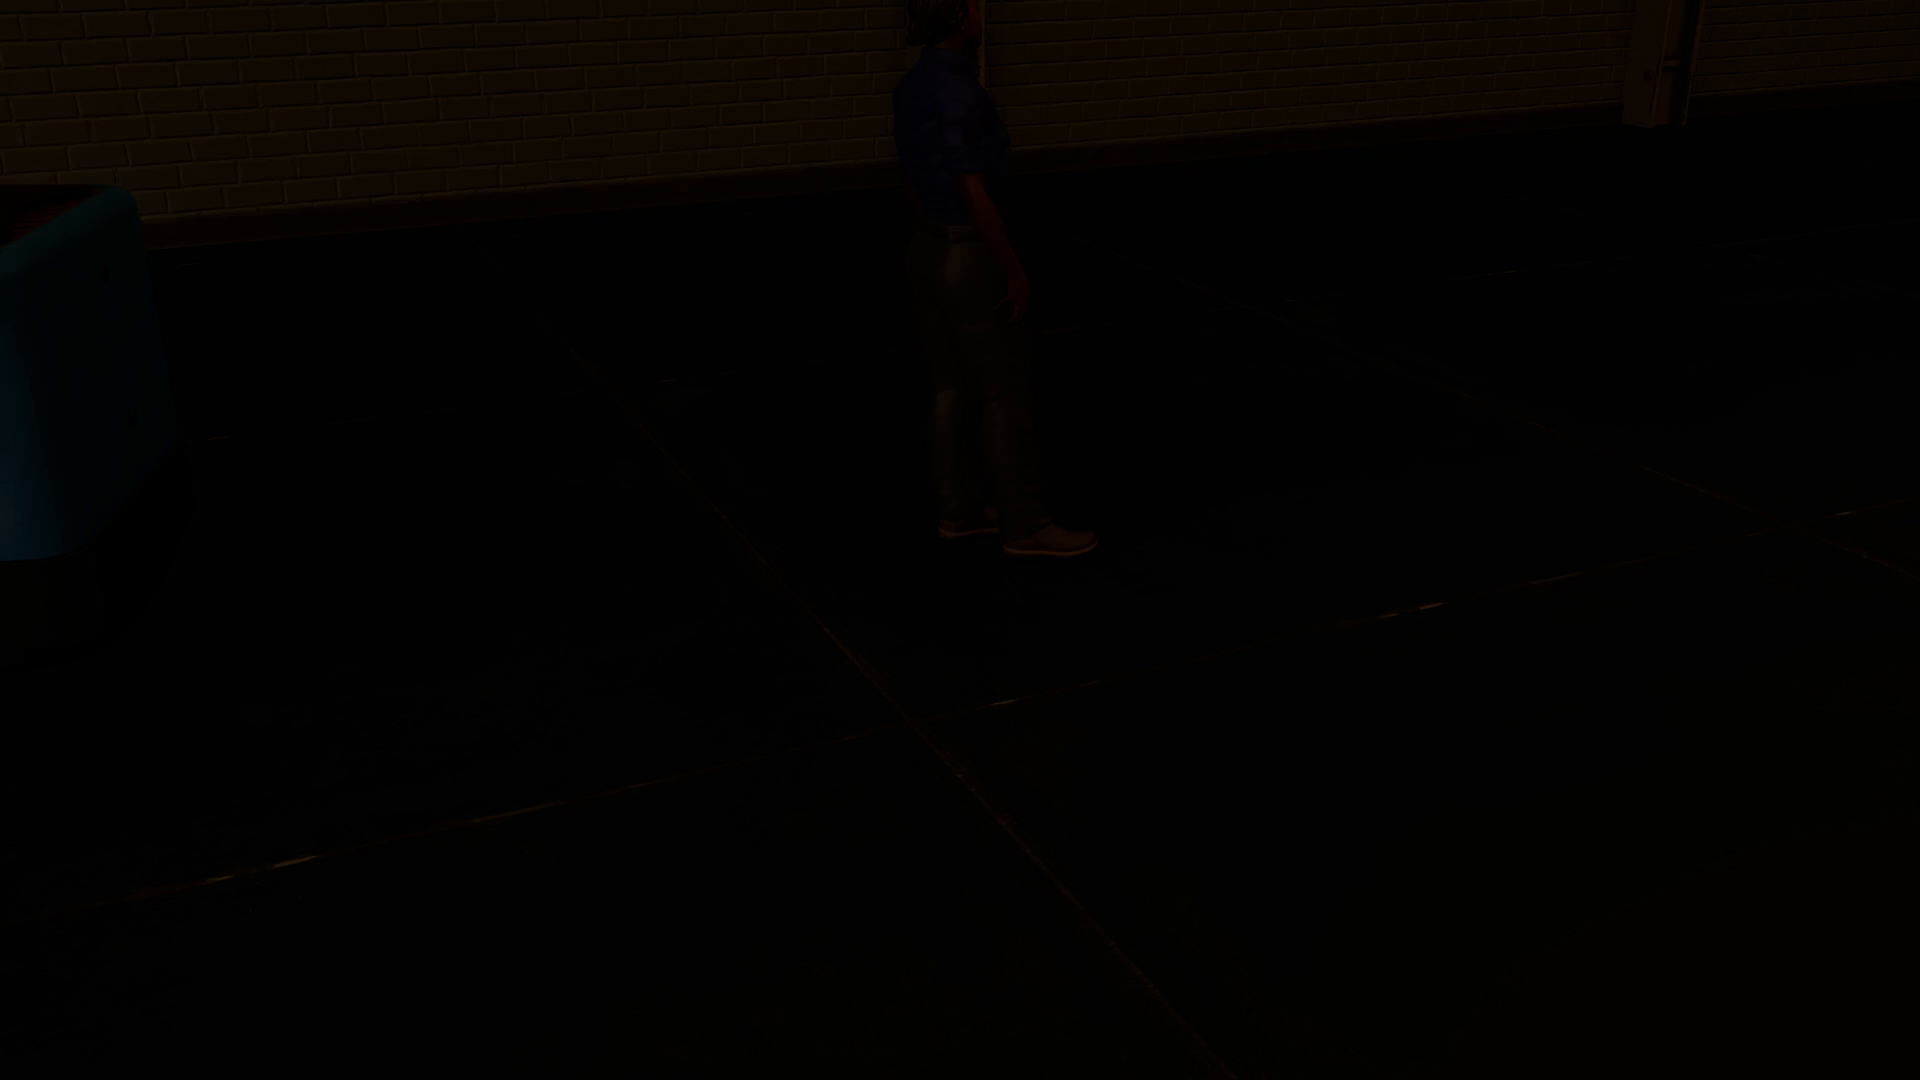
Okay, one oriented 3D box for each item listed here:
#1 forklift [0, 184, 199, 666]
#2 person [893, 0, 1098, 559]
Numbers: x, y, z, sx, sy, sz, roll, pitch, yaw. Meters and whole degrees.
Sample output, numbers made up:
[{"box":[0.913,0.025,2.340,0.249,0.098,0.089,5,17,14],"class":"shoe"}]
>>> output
[{"box":[-3.789,-1.132,4.011,3.031,2.935,1.130,-3,23,-8],"class":"forklift"},{"box":[0.088,-0.778,4.804,0.503,1.656,0.569,-10,25,-23],"class":"person"}]
